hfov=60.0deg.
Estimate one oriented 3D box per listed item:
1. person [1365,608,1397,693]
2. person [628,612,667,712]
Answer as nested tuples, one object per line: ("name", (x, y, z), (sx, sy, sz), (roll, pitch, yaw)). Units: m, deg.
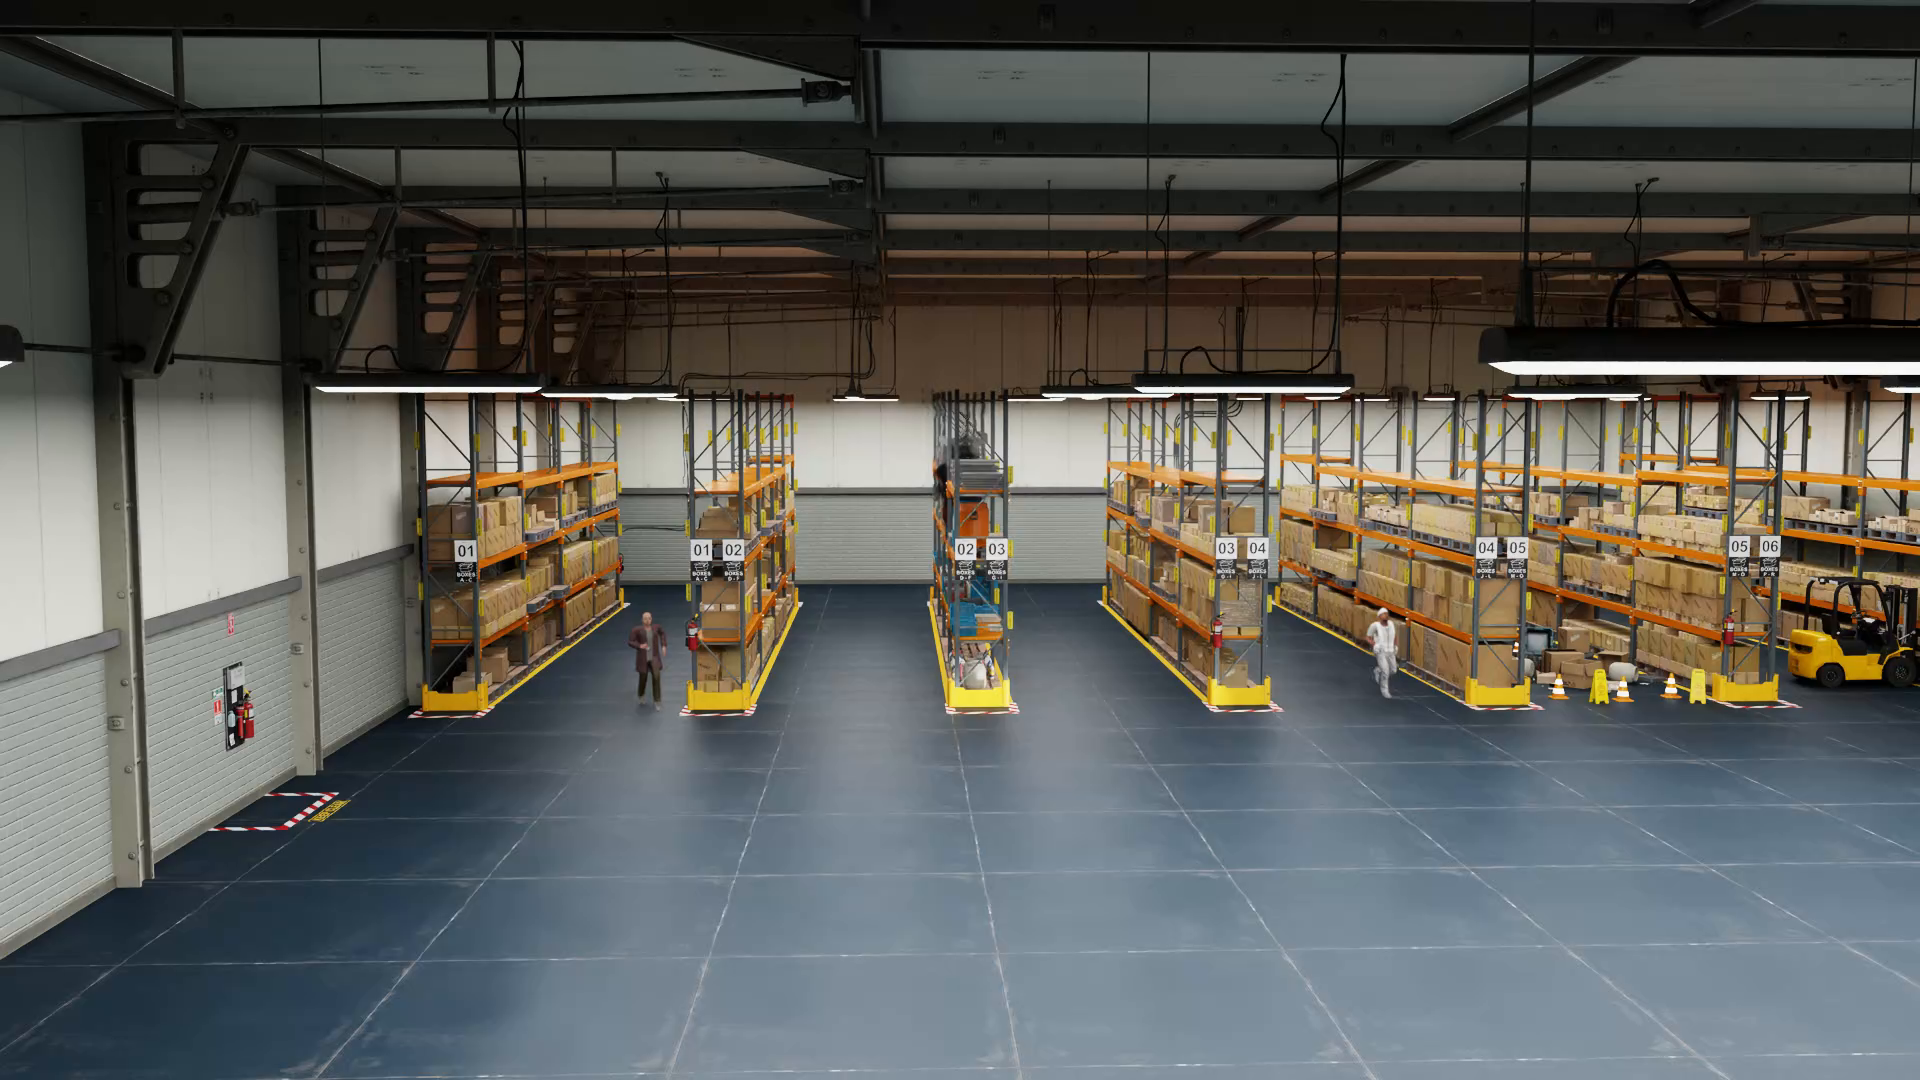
("person", (8.318, 2.164, 32.731), (0.712, 1.662, 0.586), (-2, 5, -23))
("person", (-5.880, 2.264, 31.330), (0.761, 1.830, 0.968), (-2, 5, -21))
